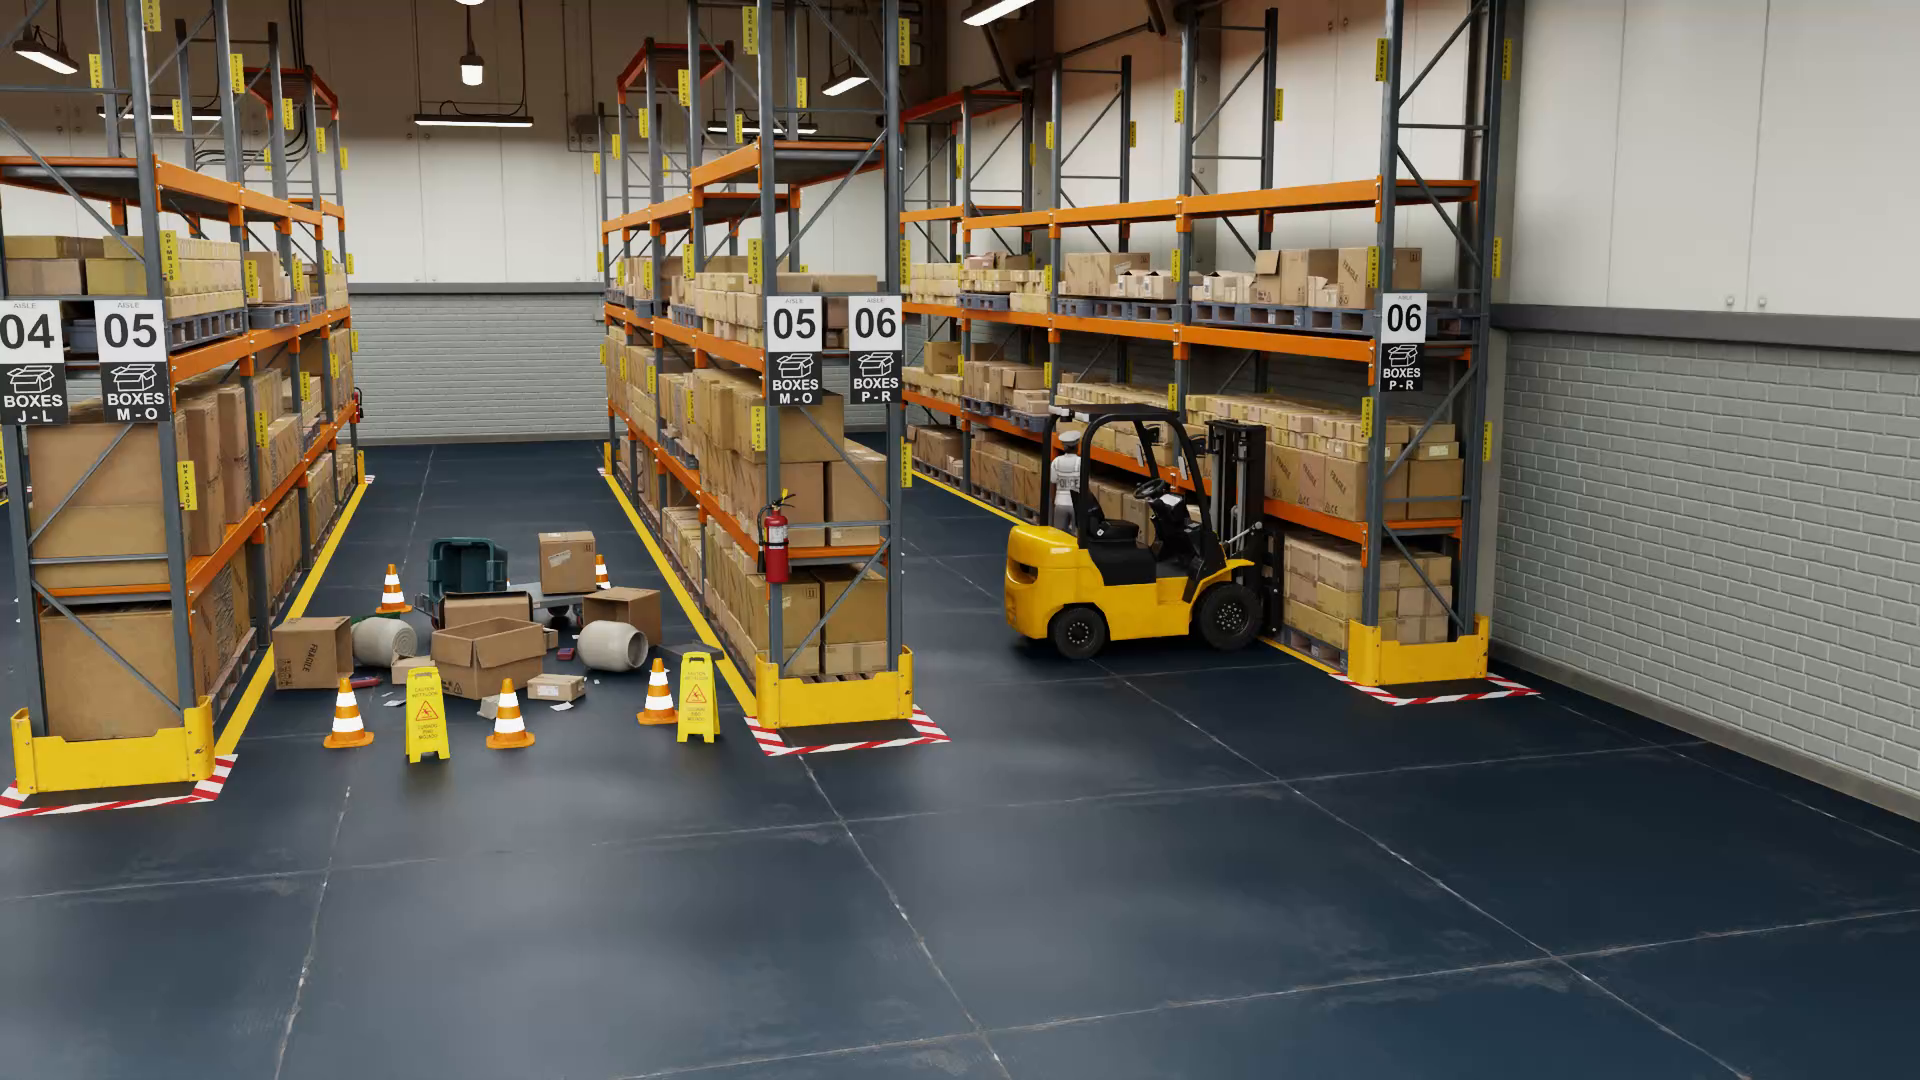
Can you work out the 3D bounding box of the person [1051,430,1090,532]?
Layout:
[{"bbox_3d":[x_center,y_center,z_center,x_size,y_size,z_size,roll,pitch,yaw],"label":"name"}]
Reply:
[{"bbox_3d":[1.203,-0.283,17.824,0.455,1.778,0.404,5,11,27],"label":"person"}]
